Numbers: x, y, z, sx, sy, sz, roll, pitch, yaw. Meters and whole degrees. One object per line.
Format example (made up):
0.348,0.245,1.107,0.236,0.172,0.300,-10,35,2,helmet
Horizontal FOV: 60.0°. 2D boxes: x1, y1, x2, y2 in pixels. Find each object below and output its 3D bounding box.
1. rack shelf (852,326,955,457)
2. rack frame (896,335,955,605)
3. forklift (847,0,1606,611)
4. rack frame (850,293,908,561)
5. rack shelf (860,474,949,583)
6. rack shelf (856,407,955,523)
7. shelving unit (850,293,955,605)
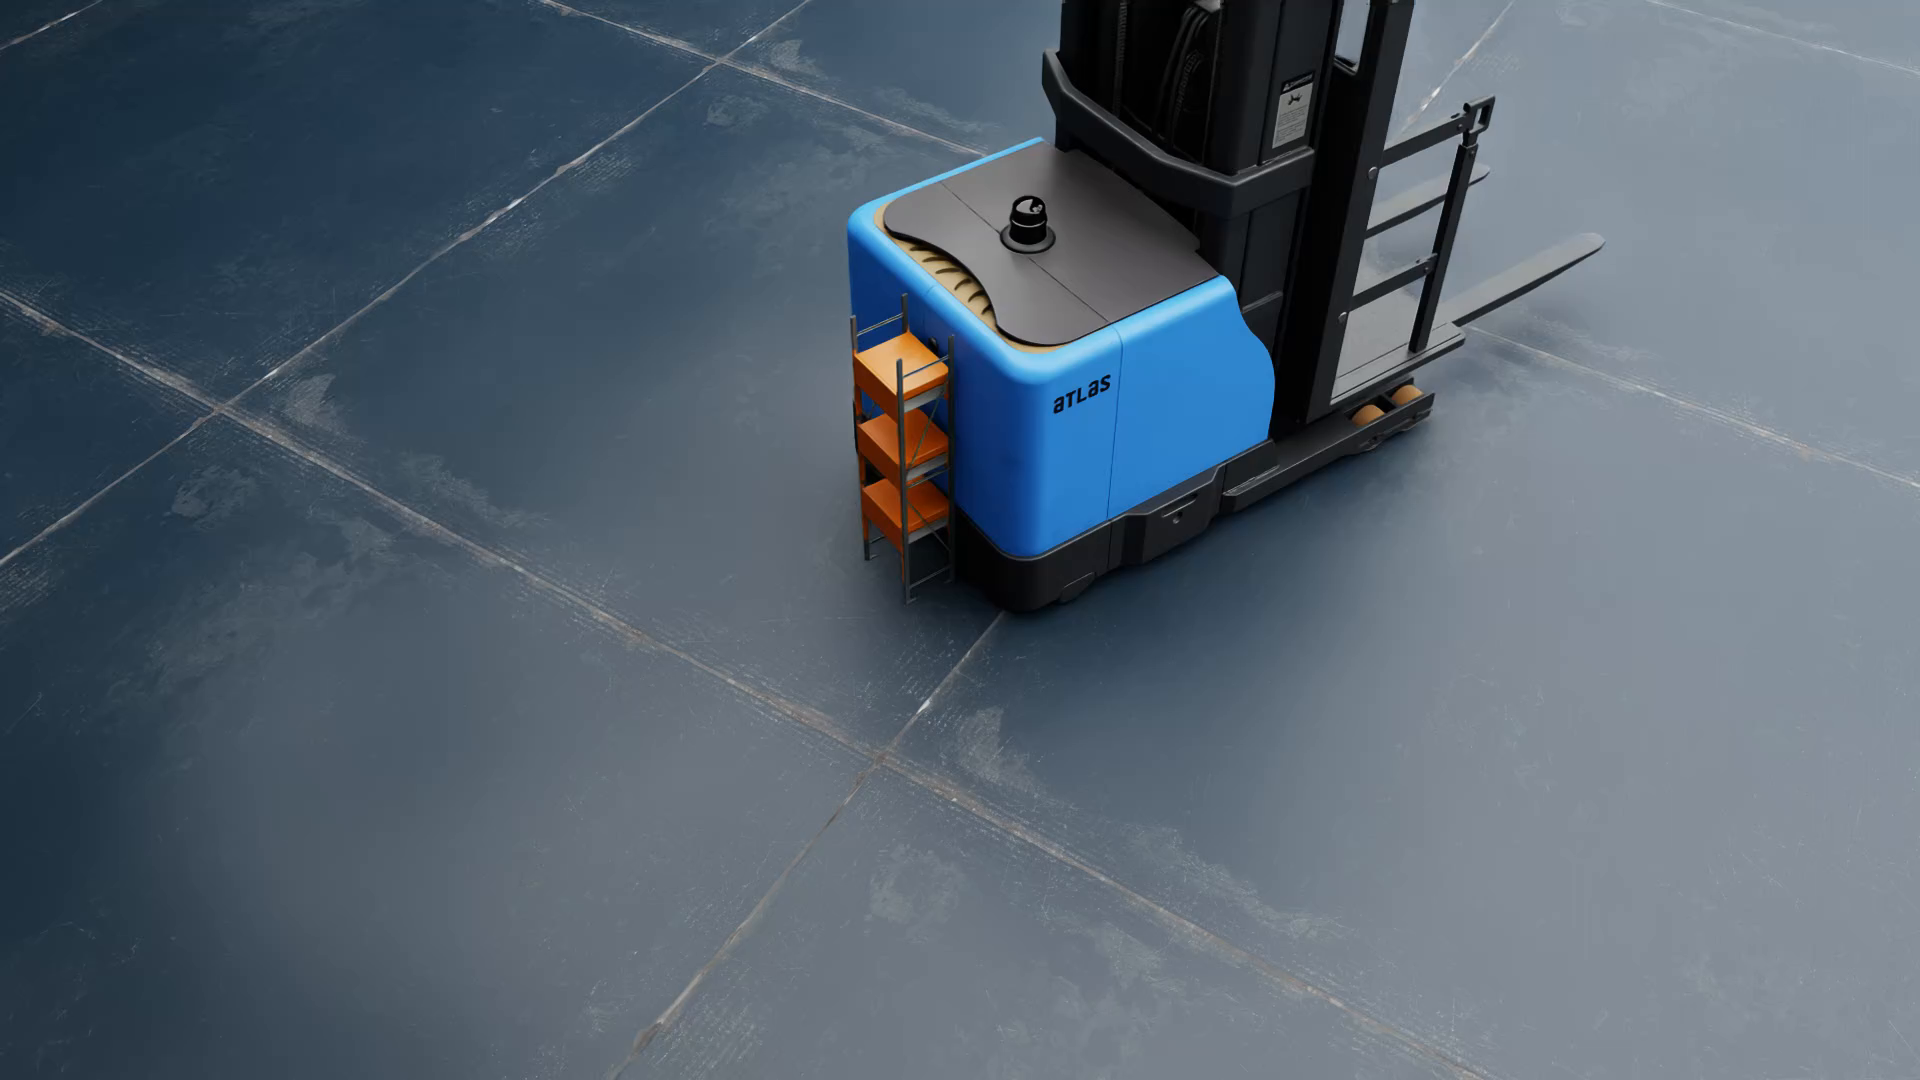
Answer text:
-0.171,-0.454,5.078,0.215,0.259,0.240,-27,52,-24,rack shelf
-0.101,-0.193,5.205,0.200,1.050,0.008,-27,52,-24,rack frame
1.127,-1.635,5.295,3.031,2.935,1.130,-26,51,-23,forklift
-0.242,-0.335,5.344,0.200,1.050,0.008,-27,52,-24,rack frame
-0.171,-0.063,5.481,0.215,0.259,0.240,-27,52,-24,rack shelf
-0.171,-0.257,5.282,0.215,0.259,0.240,-27,52,-24,rack shelf
-0.171,-0.264,5.274,0.215,1.050,0.252,-27,52,-24,shelving unit
